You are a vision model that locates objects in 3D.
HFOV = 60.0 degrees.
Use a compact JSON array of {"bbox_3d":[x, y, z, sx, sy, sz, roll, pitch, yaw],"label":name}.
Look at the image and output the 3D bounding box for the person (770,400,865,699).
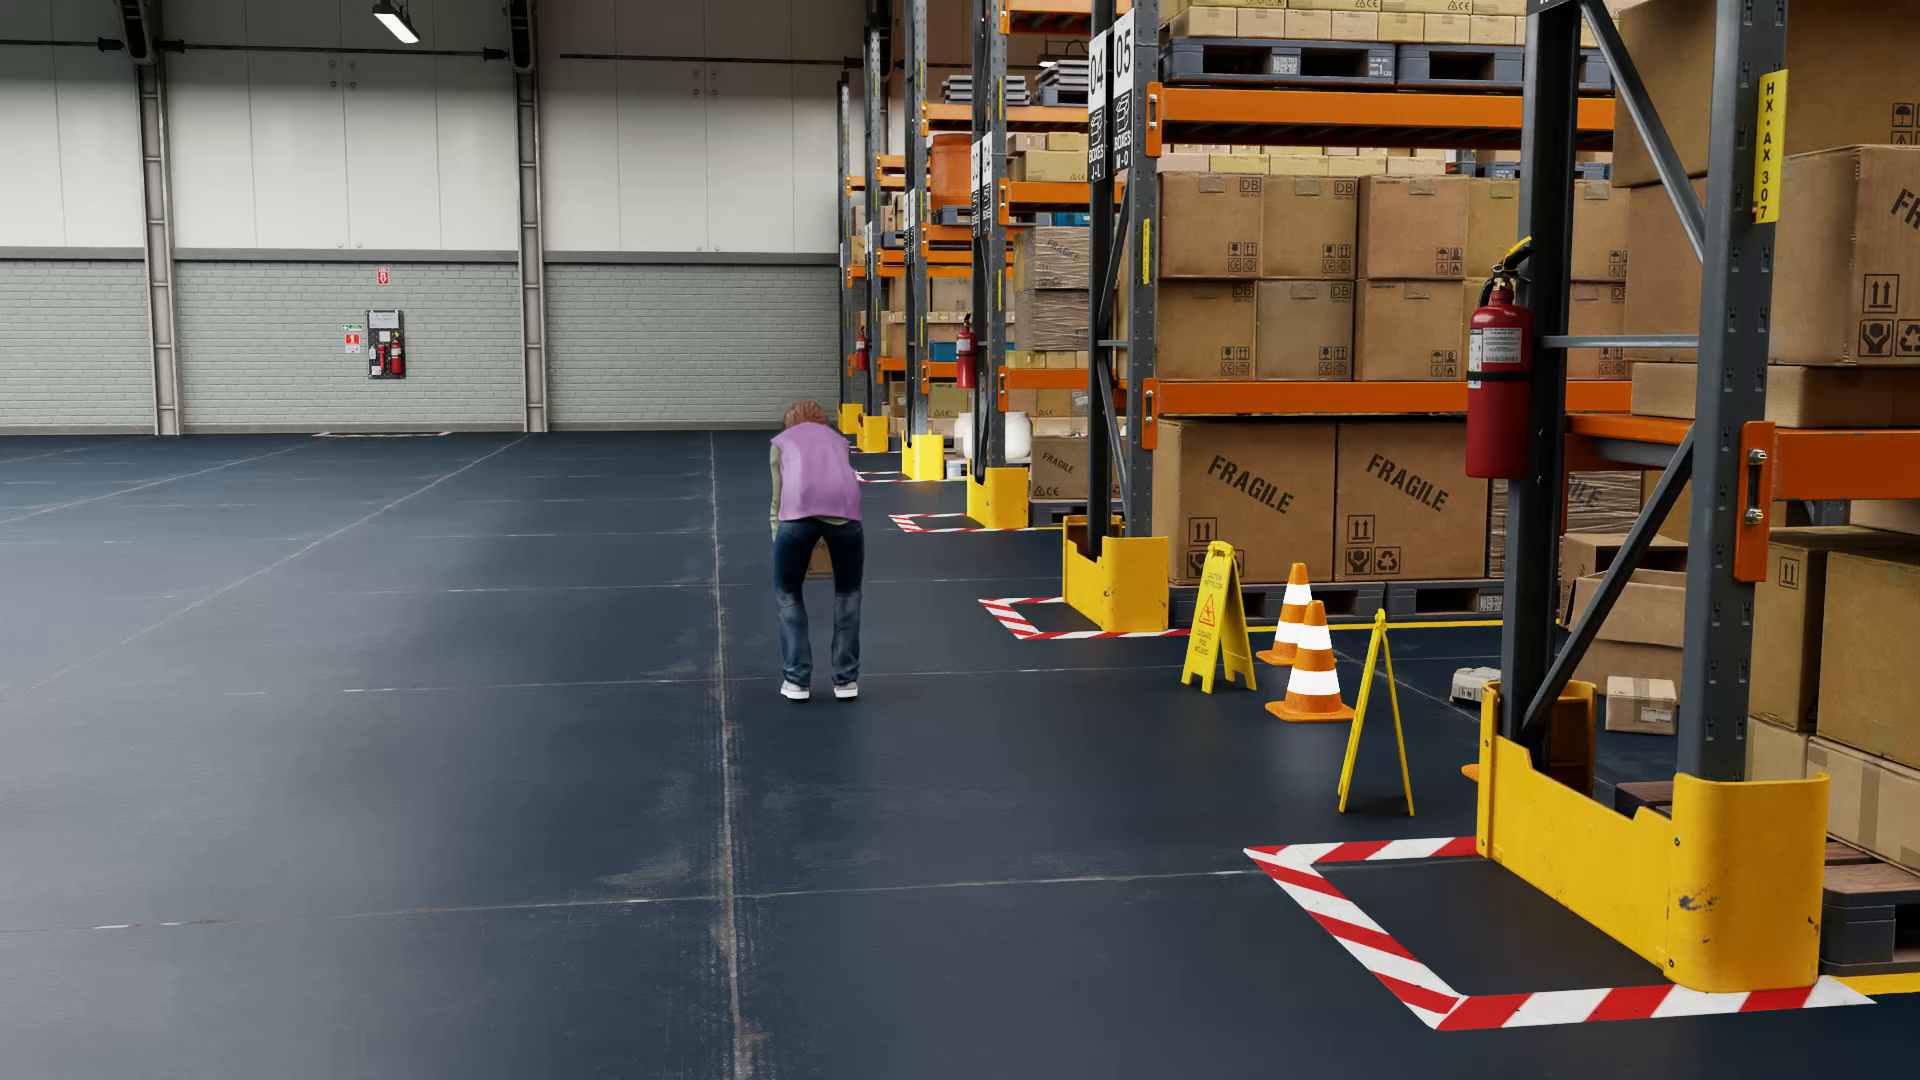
[{"bbox_3d":[-0.628,0.030,7.236,0.387,1.259,0.797,-1,7,-10],"label":"person"}]
